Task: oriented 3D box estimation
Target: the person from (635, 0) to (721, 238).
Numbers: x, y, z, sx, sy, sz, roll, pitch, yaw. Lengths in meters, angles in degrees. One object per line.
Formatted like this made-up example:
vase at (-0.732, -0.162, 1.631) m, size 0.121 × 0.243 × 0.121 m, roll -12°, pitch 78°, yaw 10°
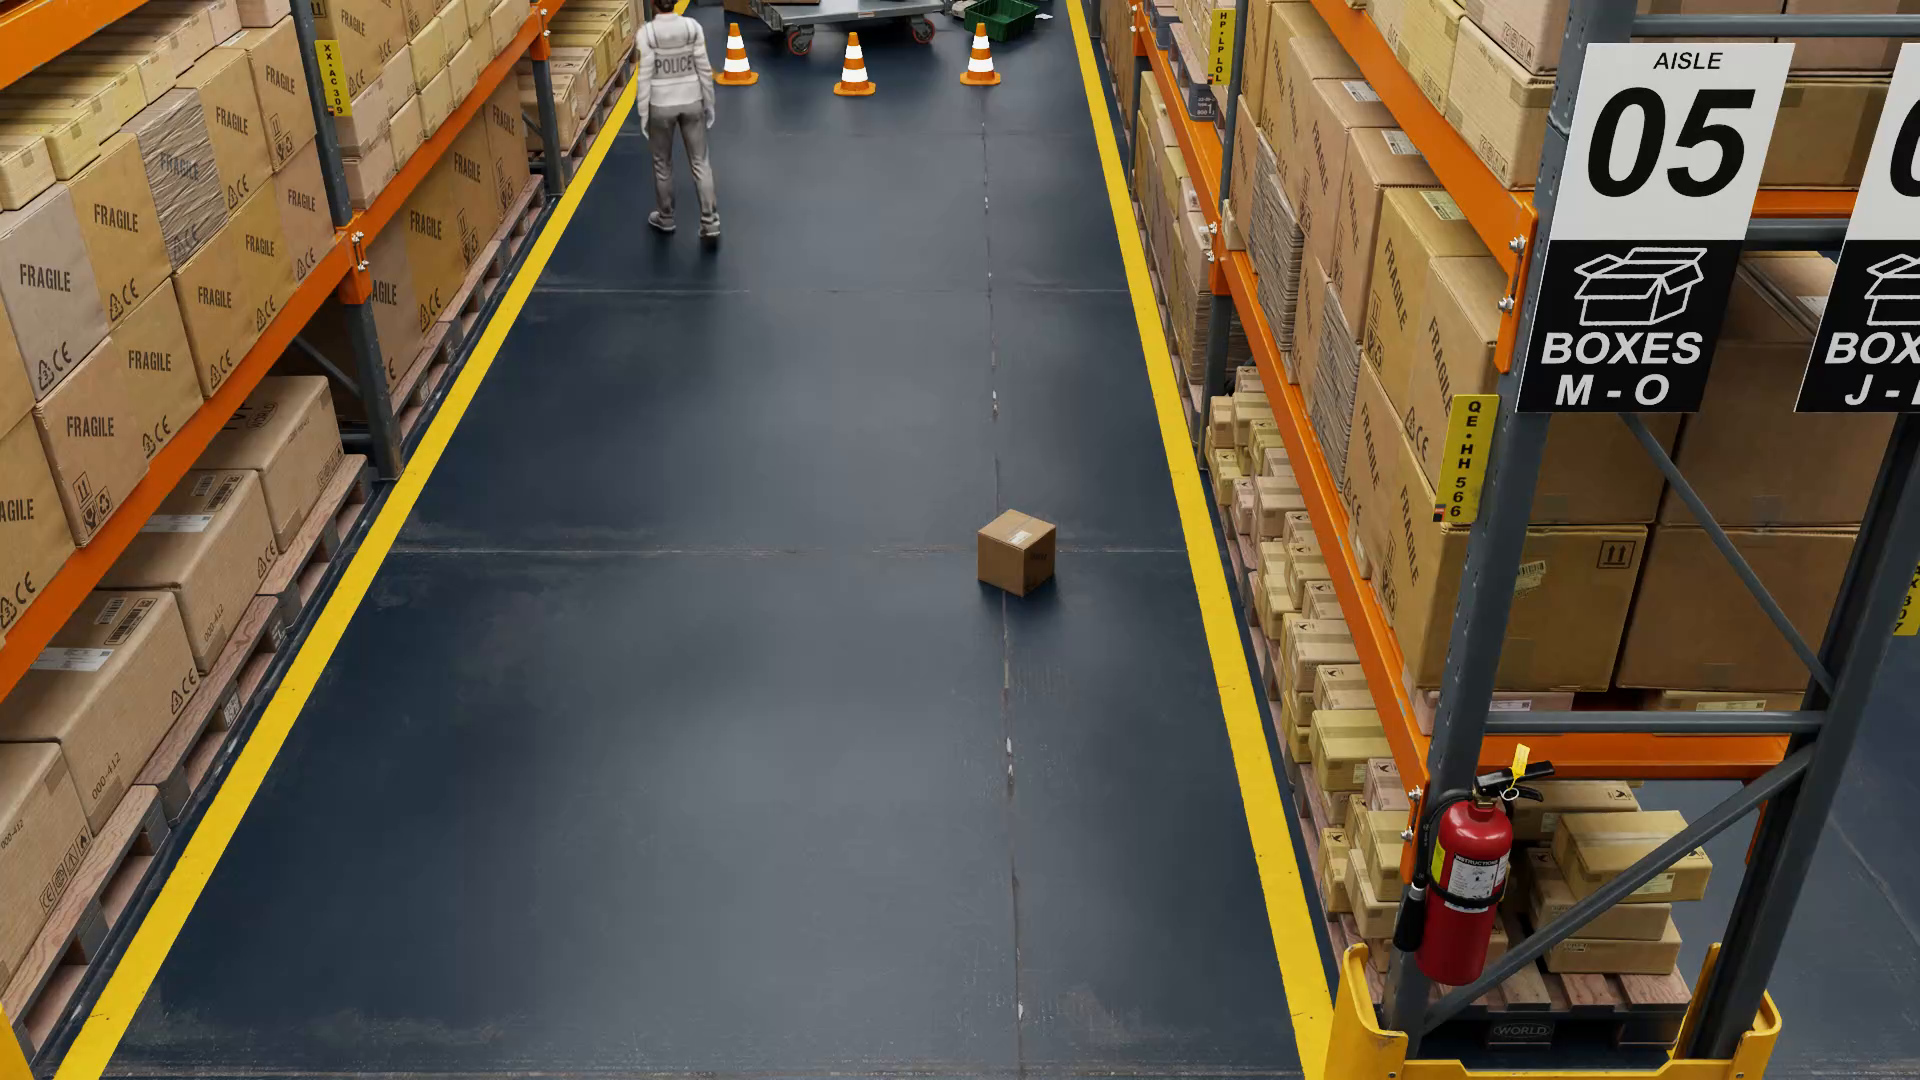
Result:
person at (-1.801, -2.735, 10.538) m, size 0.512 × 1.662 × 0.664 m, roll -12°, pitch 34°, yaw -19°
